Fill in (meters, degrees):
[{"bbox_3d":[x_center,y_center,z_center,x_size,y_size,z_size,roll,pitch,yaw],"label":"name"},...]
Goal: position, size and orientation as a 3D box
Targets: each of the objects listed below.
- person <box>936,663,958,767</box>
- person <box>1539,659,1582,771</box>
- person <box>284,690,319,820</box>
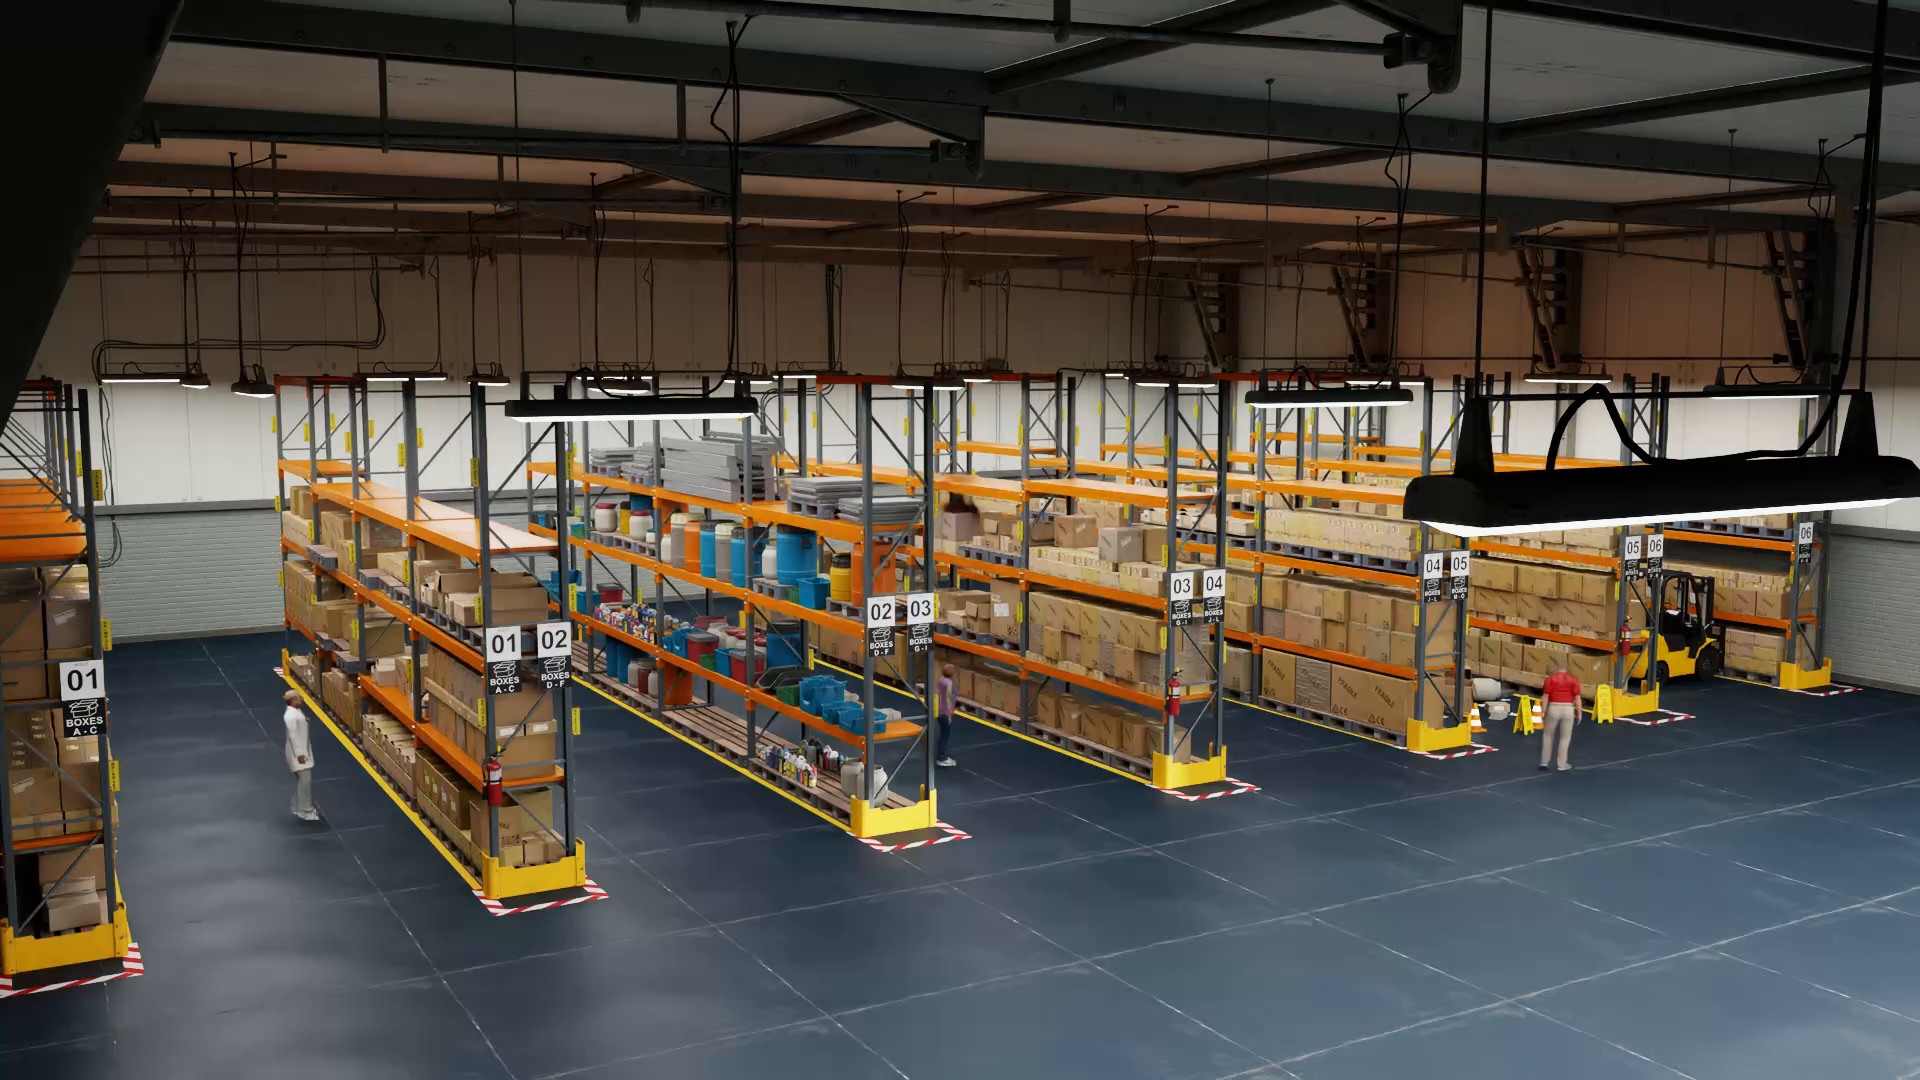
[{"bbox_3d":[-0.206,2.714,25.855,0.358,1.611,0.444,-2,7,-17],"label":"person"},{"bbox_3d":[9.269,2.687,25.645,0.596,1.758,0.476,2,7,22],"label":"person"},{"bbox_3d":[-9.070,2.975,23.010,0.547,1.835,0.583,0,6,0],"label":"person"}]
